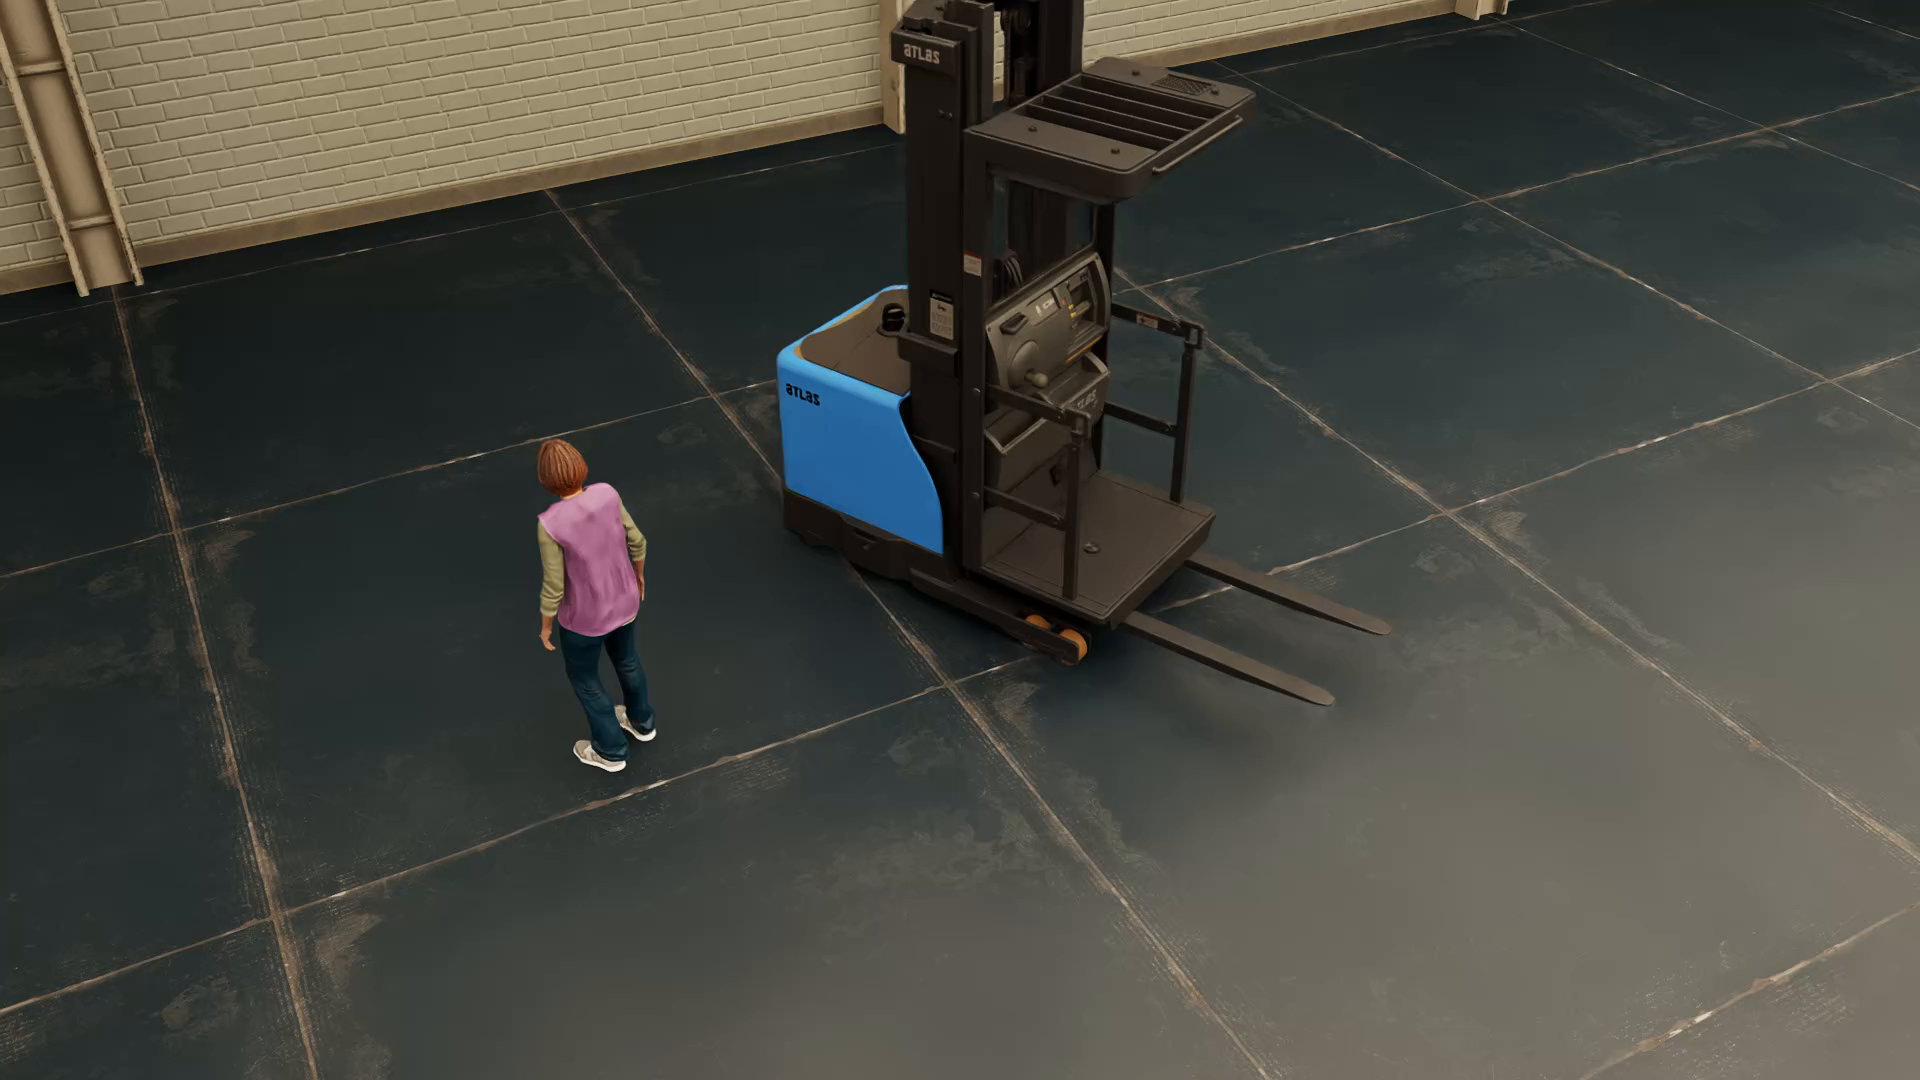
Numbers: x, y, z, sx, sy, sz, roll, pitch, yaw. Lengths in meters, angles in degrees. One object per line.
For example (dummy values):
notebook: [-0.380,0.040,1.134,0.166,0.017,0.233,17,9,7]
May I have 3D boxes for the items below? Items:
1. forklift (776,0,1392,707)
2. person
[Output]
forklift: [0.578,-0.958,7.478,3.031,2.935,1.130,23,41,29]
person: [-1.520,0.276,6.897,0.371,1.589,0.523,27,43,33]
